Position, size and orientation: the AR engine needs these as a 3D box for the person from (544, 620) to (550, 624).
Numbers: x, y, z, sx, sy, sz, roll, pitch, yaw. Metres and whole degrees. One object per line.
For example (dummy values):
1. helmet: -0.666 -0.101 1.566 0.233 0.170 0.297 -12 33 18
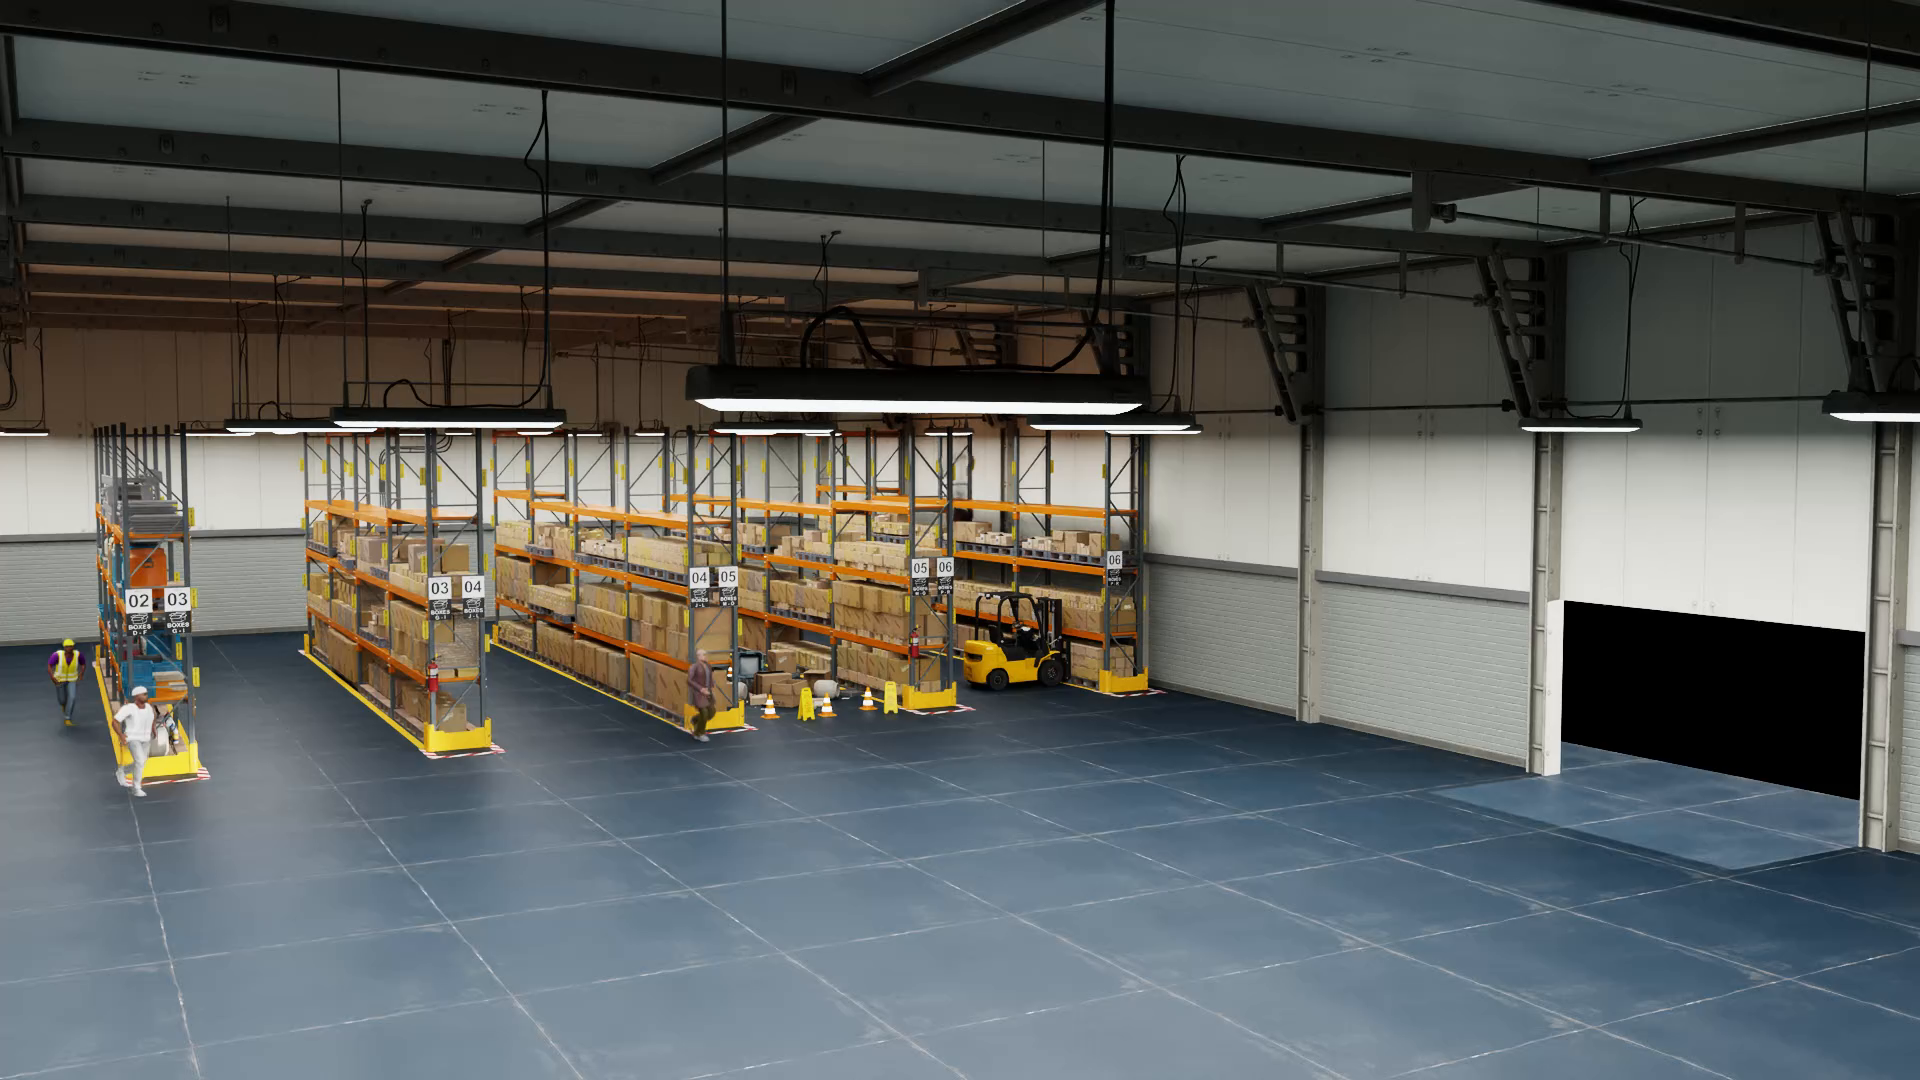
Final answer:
1. person: -11.864 1.972 48.625 0.893 1.624 0.560 -2 4 -27

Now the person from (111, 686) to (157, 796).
1. person: -13.367 3.252 26.963 0.751 1.752 0.746 1 4 22

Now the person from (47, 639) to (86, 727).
1. person: -18.005 2.851 33.539 0.704 1.748 0.941 -2 4 -31

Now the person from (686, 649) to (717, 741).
1. person: -4.927 2.946 31.645 0.664 1.728 0.756 2 4 30
